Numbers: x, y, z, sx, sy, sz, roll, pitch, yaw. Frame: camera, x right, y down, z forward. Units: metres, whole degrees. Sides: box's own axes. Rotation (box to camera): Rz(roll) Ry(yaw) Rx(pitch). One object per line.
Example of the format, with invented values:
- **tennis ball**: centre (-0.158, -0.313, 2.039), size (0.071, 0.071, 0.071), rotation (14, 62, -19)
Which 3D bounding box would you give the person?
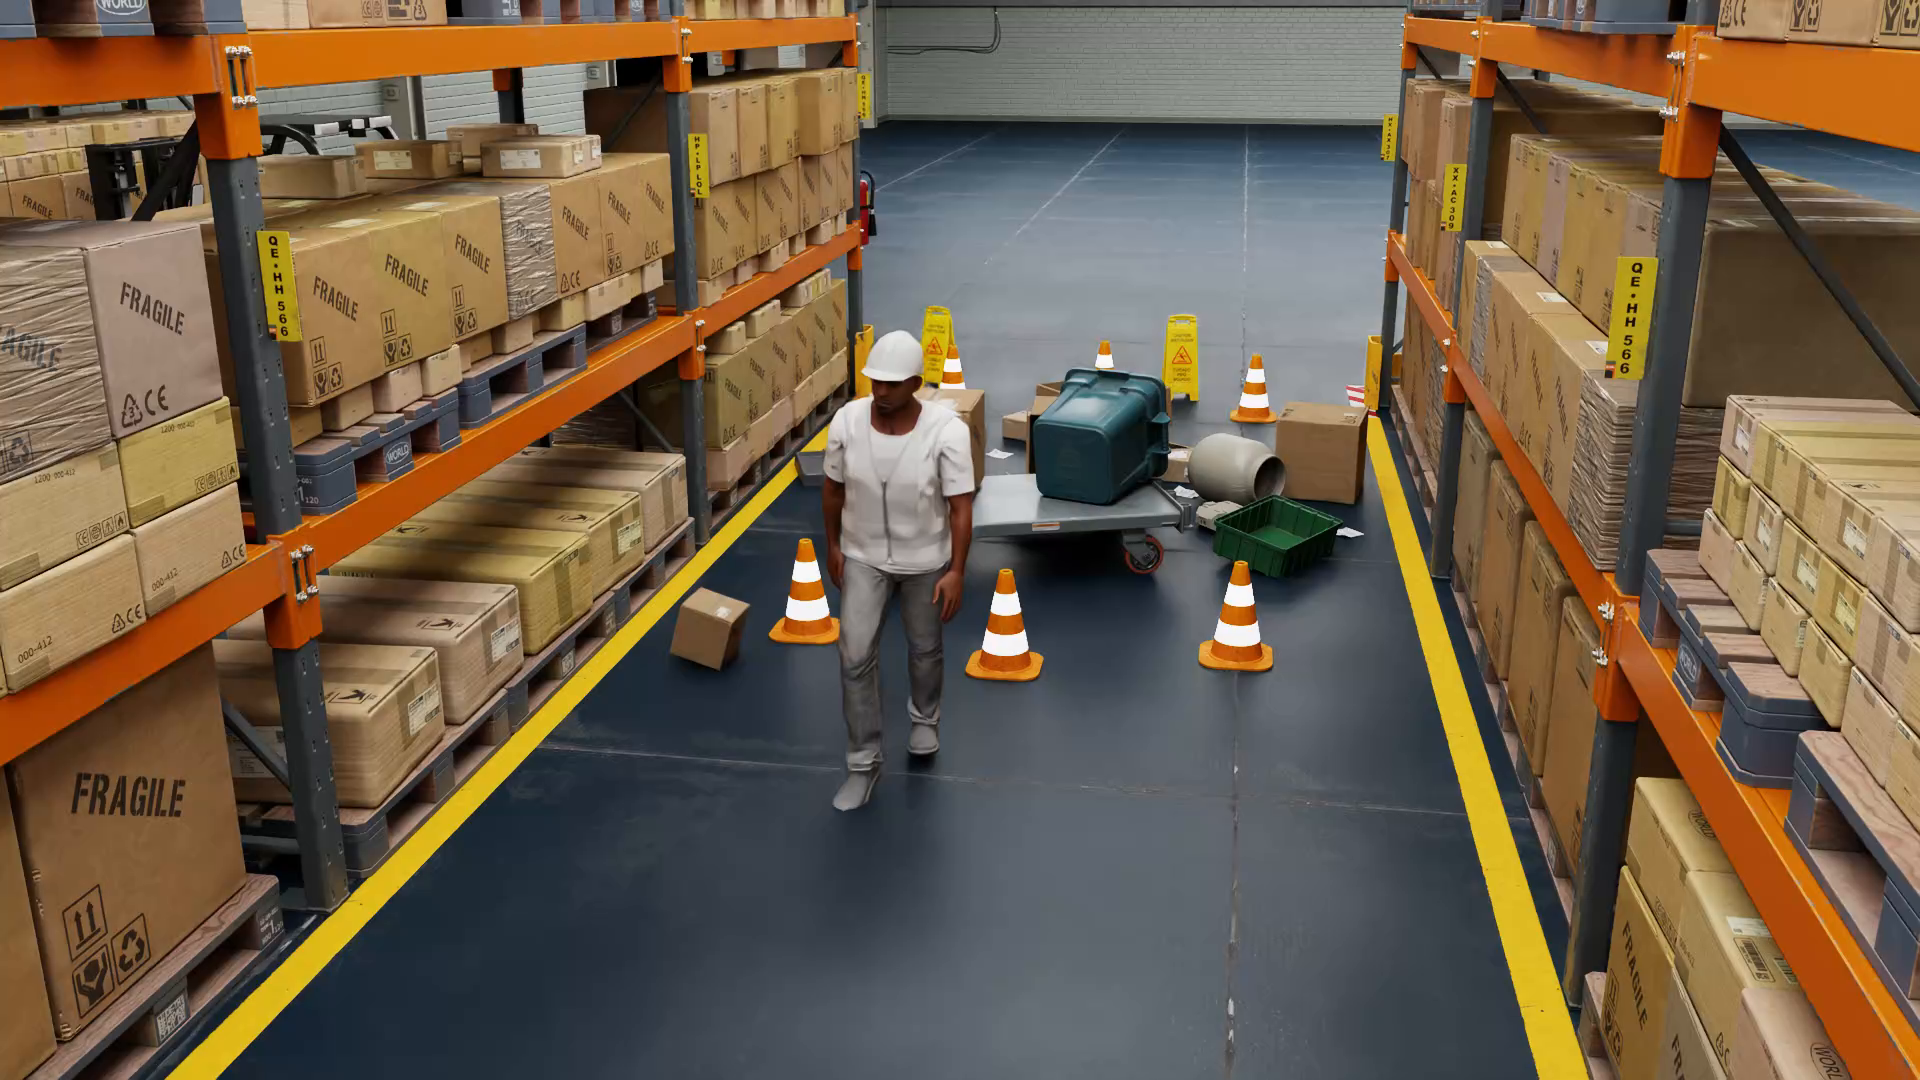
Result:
- **person**: centre (-0.232, 0.099, 6.267), size (0.598, 1.825, 0.703), rotation (2, 18, 7)
